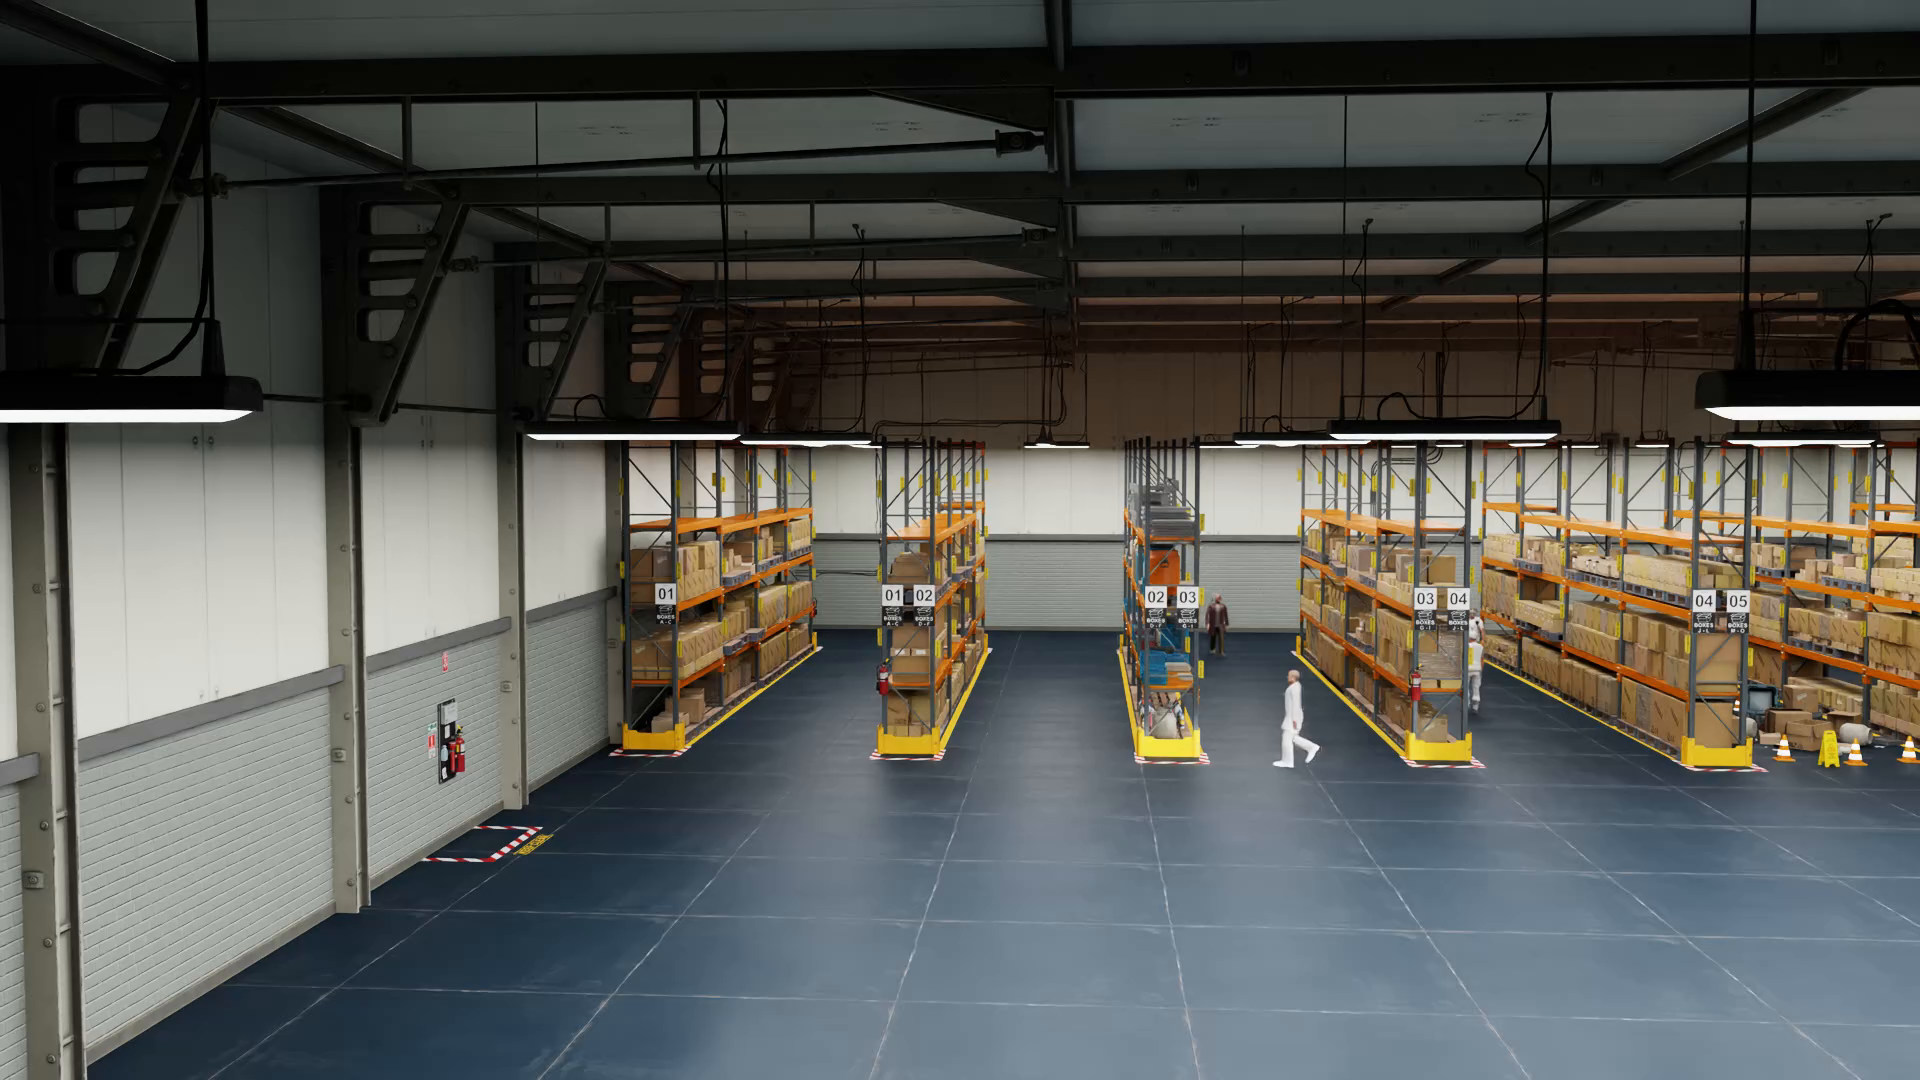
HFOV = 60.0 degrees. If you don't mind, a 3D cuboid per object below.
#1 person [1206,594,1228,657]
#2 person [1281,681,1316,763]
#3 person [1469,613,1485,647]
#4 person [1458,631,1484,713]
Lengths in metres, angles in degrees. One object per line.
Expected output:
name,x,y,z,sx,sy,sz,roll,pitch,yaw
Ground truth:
person,7.174,2.367,46.320,0.656,1.713,1.170,0,3,-1
person,6.135,3.302,30.068,0.676,1.445,0.576,0,3,-1
person,13.030,2.606,42.255,0.586,1.740,0.702,1,3,14
person,11.229,2.903,36.381,0.532,1.825,0.548,0,3,-1
